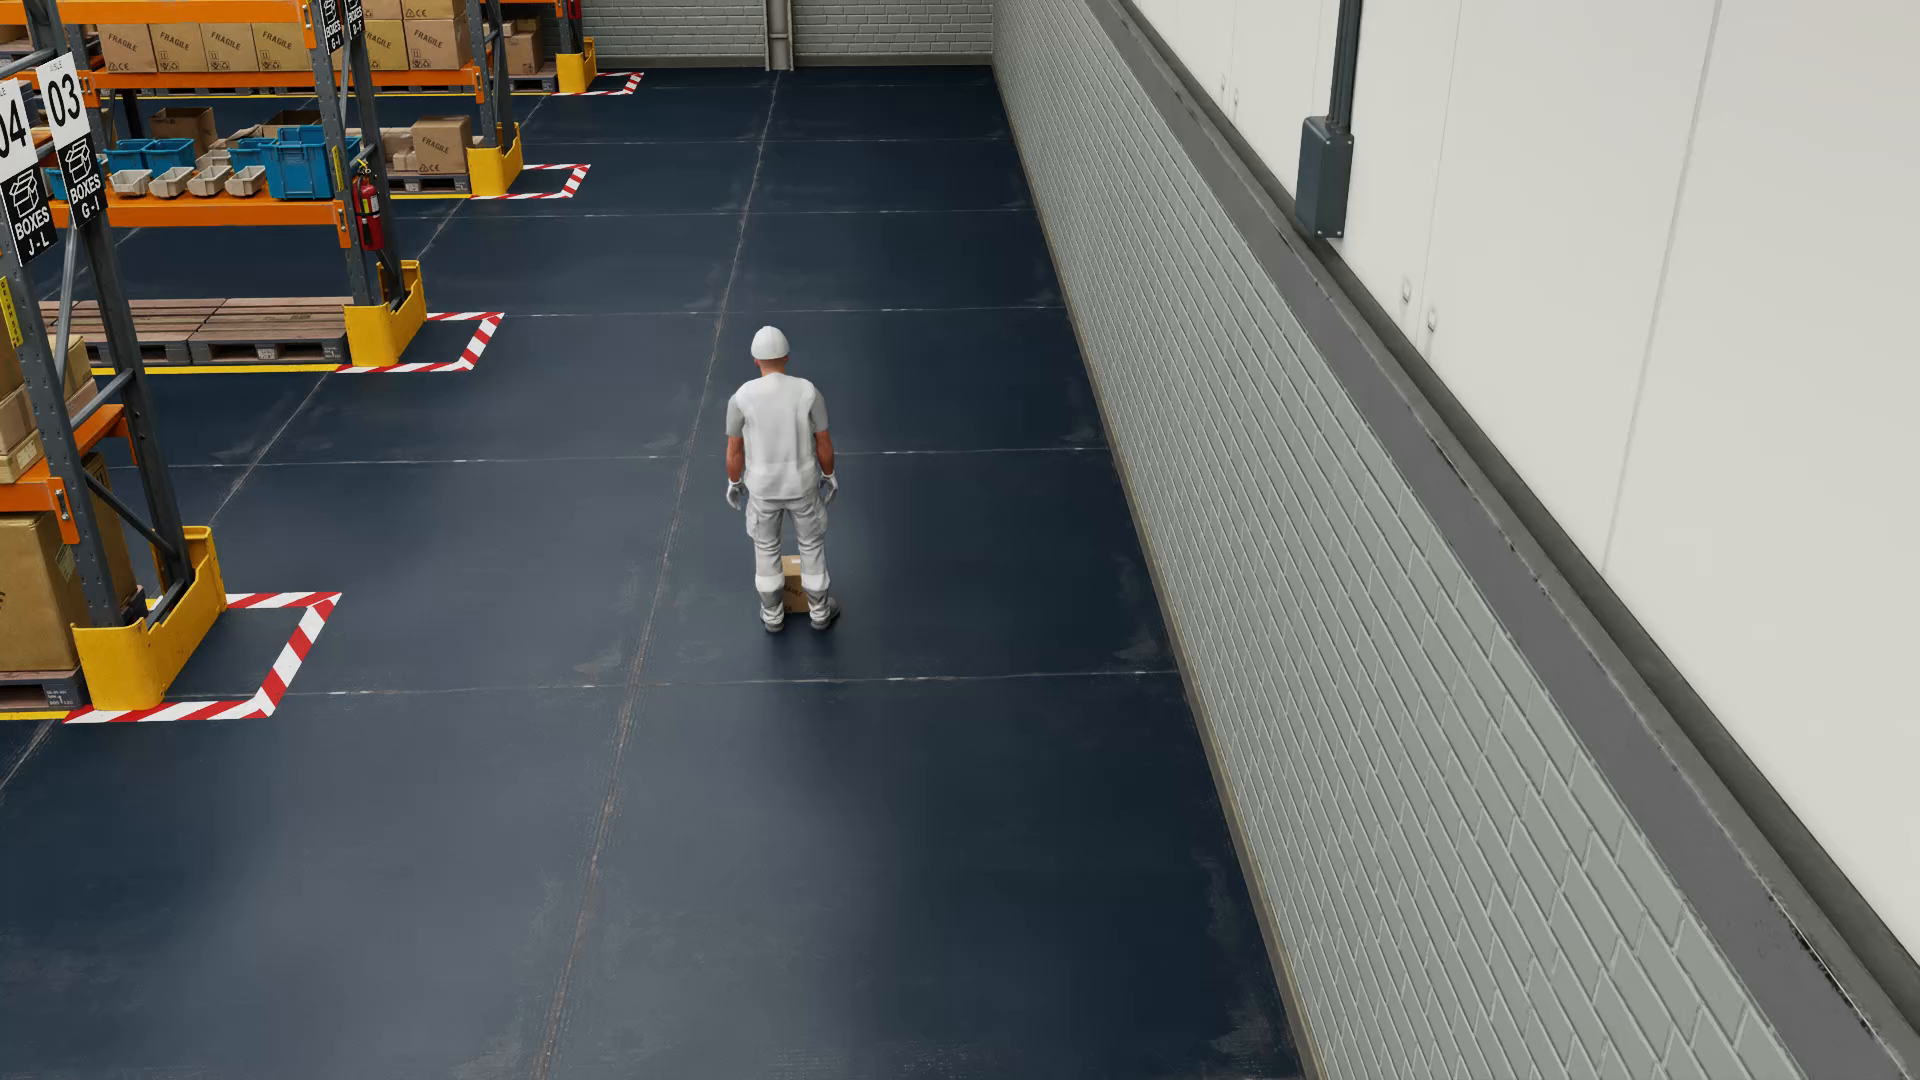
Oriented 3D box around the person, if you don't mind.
[{"bbox_3d":[-0.986,-0.316,9.214,0.617,1.778,0.453,-3,27,-6],"label":"person"}]
